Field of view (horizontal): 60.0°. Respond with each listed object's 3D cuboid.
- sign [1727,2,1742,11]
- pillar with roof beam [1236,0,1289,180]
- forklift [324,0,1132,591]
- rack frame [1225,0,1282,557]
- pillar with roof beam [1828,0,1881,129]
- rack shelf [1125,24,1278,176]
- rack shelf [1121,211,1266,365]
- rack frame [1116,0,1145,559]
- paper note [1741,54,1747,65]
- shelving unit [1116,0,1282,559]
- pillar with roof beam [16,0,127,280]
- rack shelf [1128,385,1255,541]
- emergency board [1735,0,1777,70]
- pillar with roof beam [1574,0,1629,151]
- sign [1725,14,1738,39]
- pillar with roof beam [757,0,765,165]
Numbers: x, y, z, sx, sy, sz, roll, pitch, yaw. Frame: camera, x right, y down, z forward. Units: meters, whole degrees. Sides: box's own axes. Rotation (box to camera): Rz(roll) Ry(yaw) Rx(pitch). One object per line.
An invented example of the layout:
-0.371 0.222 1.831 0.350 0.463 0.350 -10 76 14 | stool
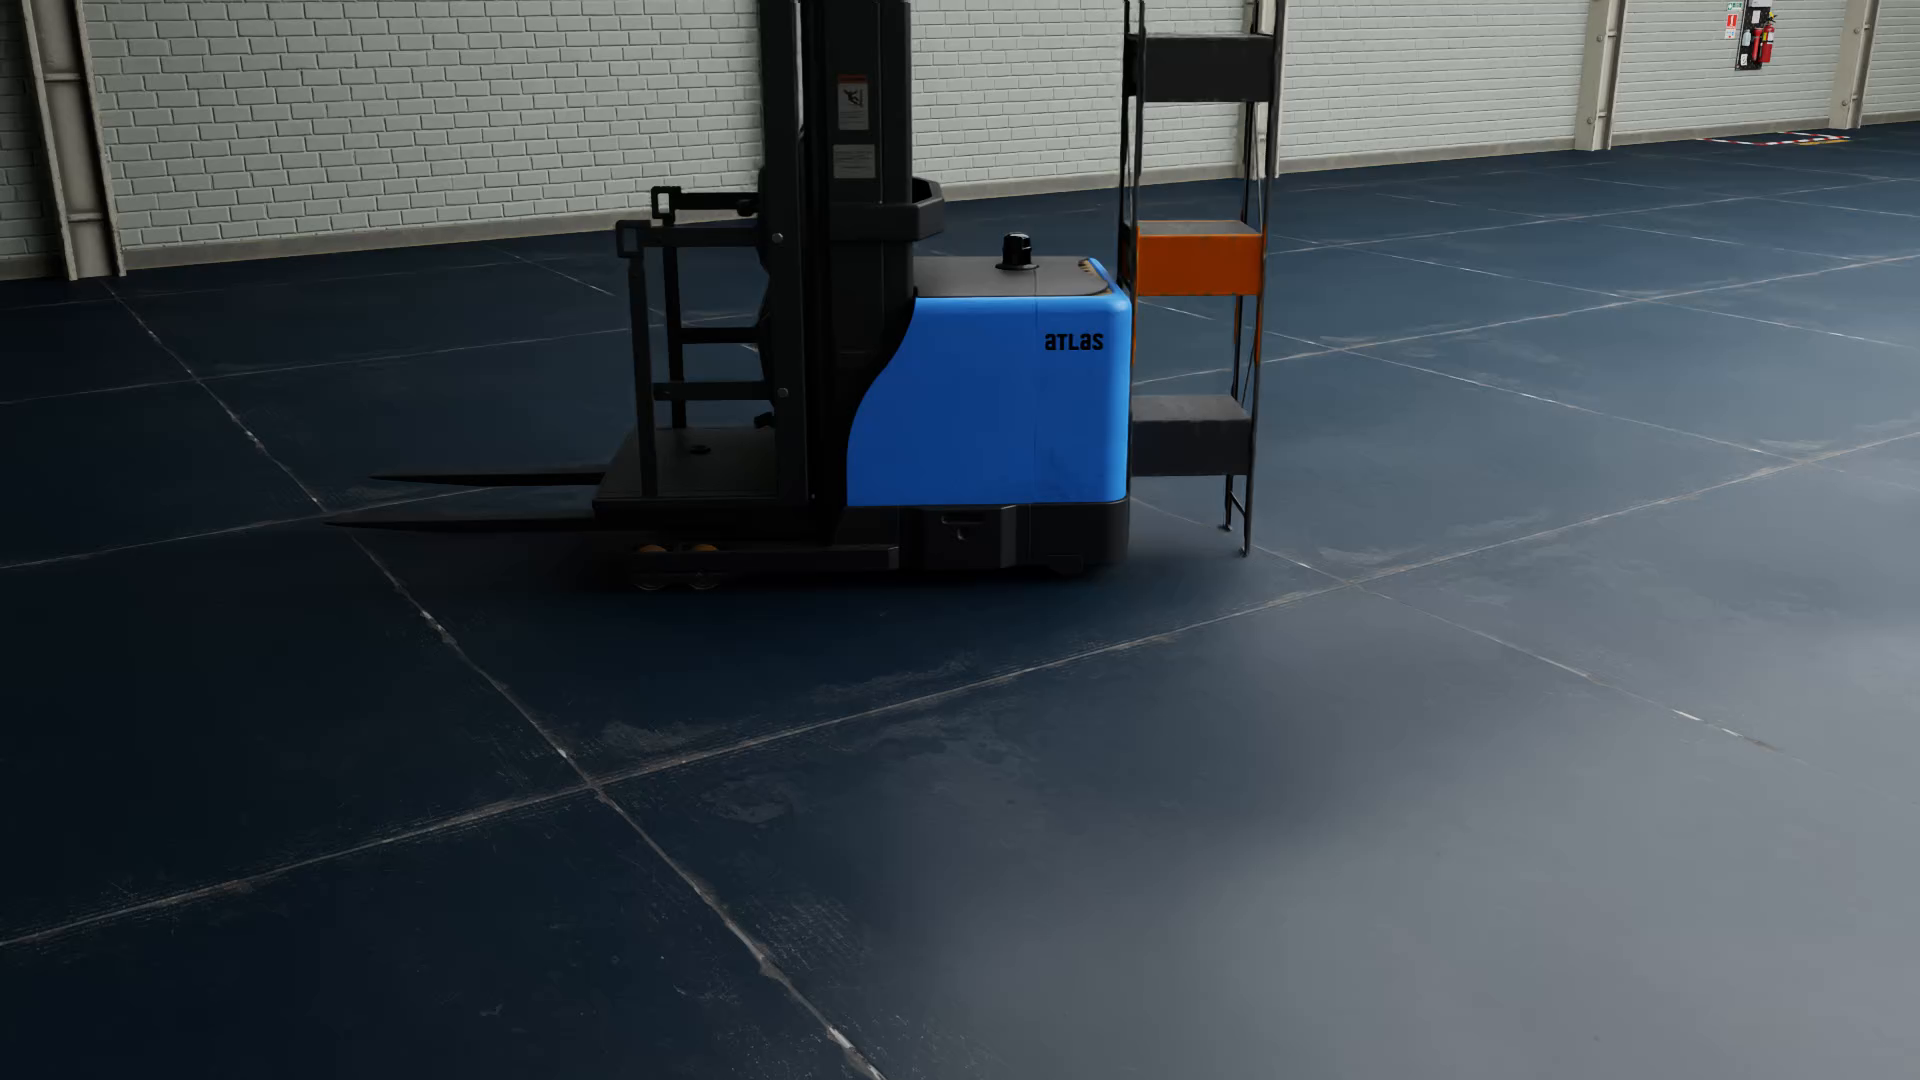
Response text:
10.818 -7.451 23.217 0.331 0.109 0.001 -12 22 -31 | sign
5.758 -7.256 14.157 0.400 9.000 9.100 -12 22 -31 | pillar with roof beam
-0.896 -1.374 6.232 3.031 2.935 1.130 -1 19 -3 | forklift
1.123 -0.992 6.400 0.015 2.100 0.400 -1 19 -3 | rack frame
15.780 -9.370 20.409 0.400 9.000 9.100 -12 22 -31 | pillar with roof beam
0.879 -1.638 6.169 0.480 0.518 0.431 -1 19 -3 | rack shelf
0.879 -0.975 6.393 0.480 0.518 0.431 -1 19 -3 | rack shelf
0.635 -0.984 6.377 0.015 2.100 0.400 -1 19 -3 | rack frame
11.142 -6.824 23.622 0.142 0.148 0.016 -12 22 -31 | paper note
0.879 -0.988 6.389 0.503 2.100 0.431 -1 19 -3 | shelving unit
-4.264 -5.142 7.905 0.400 9.000 9.100 -12 22 -31 | pillar with roof beam
0.879 -0.312 6.617 0.480 0.518 0.431 -1 19 -3 | rack shelf
11.328 -7.254 23.518 0.643 1.169 0.194 -12 22 -31 | emergency board
10.769 -8.313 17.283 0.400 9.000 9.100 -12 22 -31 | pillar with roof beam
10.809 -7.201 23.306 0.234 0.329 0.001 -12 22 -31 | sign
0.747 -6.199 11.031 0.400 9.000 9.100 -12 22 -31 | pillar with roof beam
